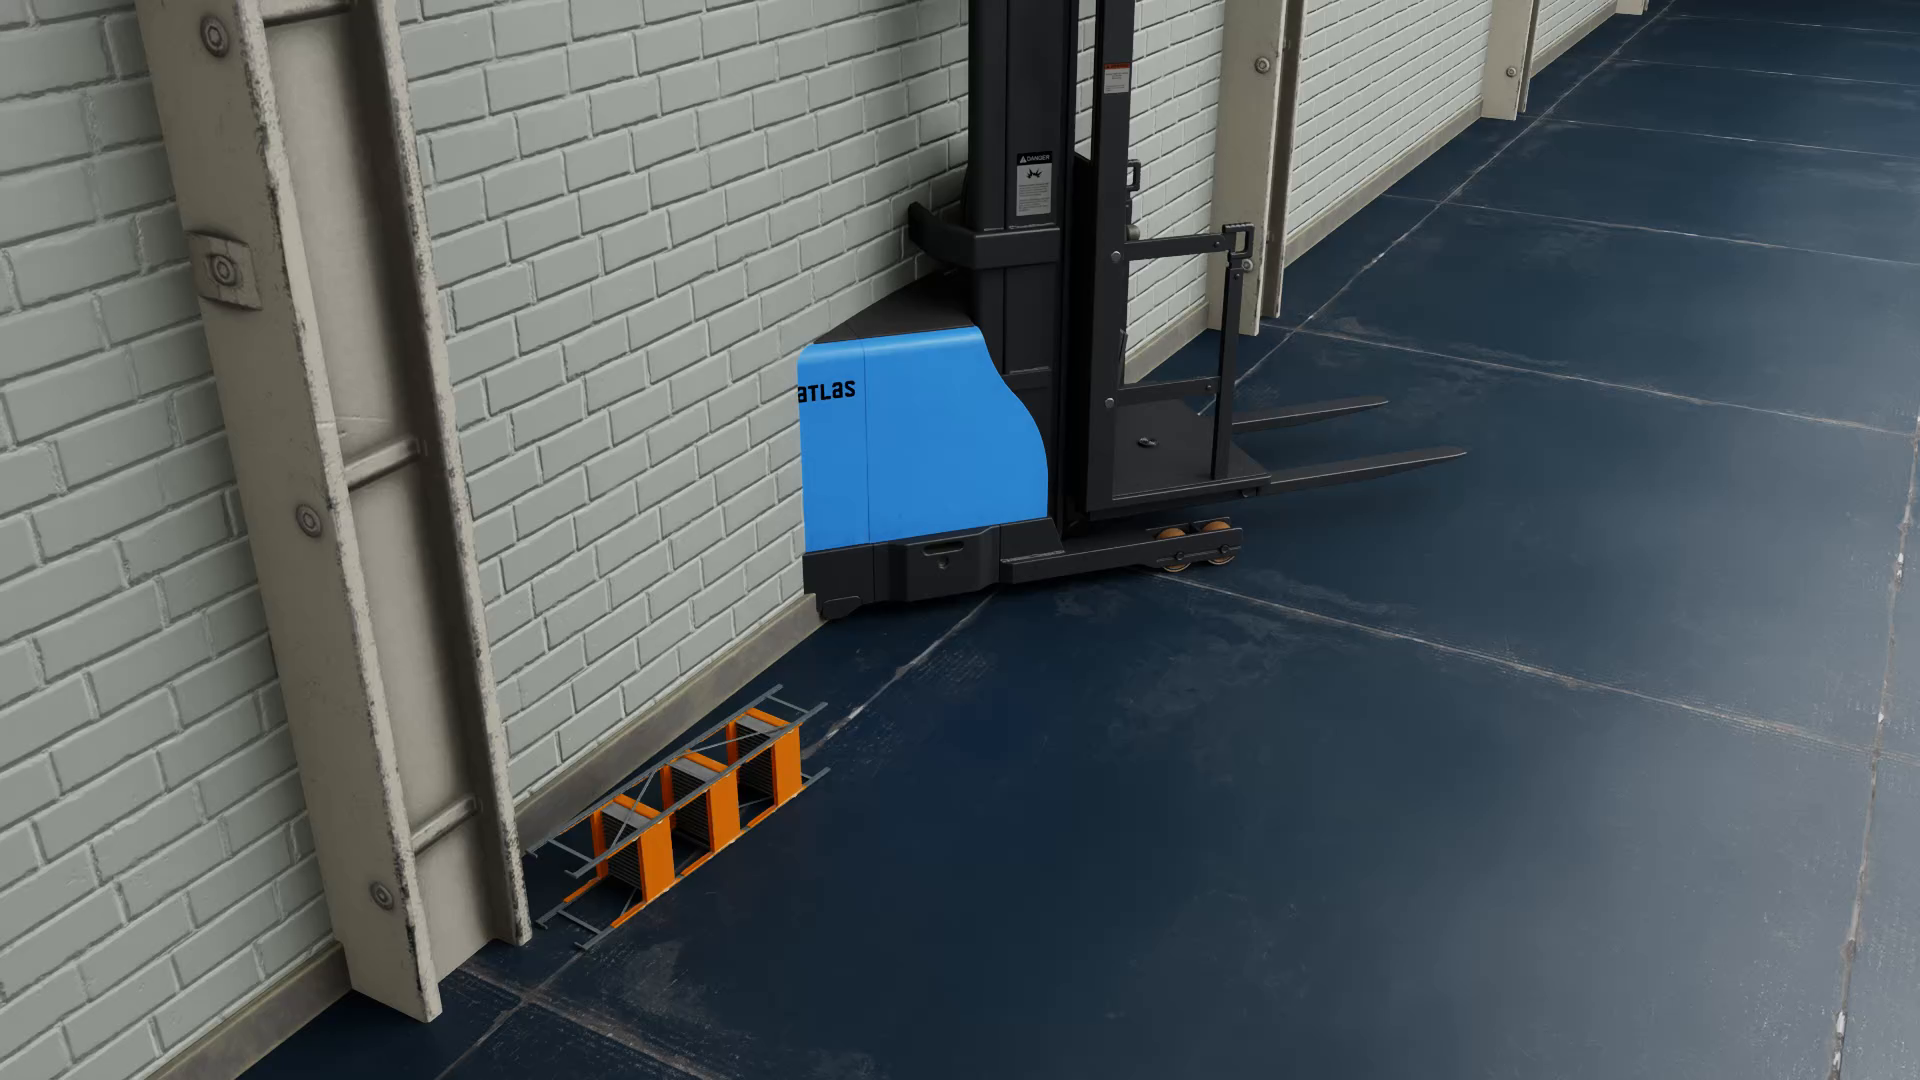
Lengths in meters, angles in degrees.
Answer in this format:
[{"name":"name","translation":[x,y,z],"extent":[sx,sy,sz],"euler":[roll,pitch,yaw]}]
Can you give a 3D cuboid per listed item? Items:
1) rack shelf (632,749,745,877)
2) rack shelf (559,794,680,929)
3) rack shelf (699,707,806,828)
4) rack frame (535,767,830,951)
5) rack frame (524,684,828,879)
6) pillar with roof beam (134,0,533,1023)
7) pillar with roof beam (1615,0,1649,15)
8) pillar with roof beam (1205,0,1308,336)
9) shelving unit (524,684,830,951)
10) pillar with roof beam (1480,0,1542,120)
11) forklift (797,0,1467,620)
[{"name":"rack shelf","translation":[-0.802,0.790,4.884],"extent":[0.215,0.240,0.259],"euler":[18,31,31]},{"name":"rack shelf","translation":[-0.962,0.891,4.681],"extent":[0.215,0.240,0.259],"euler":[18,31,31]},{"name":"rack shelf","translation":[-0.638,0.686,5.091],"extent":[0.215,0.240,0.259],"euler":[18,31,31]},{"name":"rack frame","translation":[-0.796,0.895,4.946],"extent":[0.200,0.008,1.050],"euler":[18,31,31]},{"name":"rack frame","translation":[-0.796,0.677,4.837],"extent":[0.200,0.008,1.050],"euler":[18,31,31]},{"name":"pillar with roof beam","translation":[2.345,-1.945,0.583],"extent":[9.100,9.000,0.400],"euler":[14,30,26]},{"name":"pillar with roof beam","translation":[11.200,-8.960,14.596],"extent":[9.100,9.000,0.400],"euler":[14,30,26]},{"name":"pillar with roof beam","translation":[5.296,-4.283,5.254],"extent":[9.100,9.000,0.400],"euler":[14,30,26]},{"name":"shelving unit","translation":[-0.796,0.786,4.892],"extent":[0.215,0.252,1.050],"euler":[18,31,31]},{"name":"pillar with roof beam","translation":[8.248,-6.622,9.925],"extent":[9.100,9.000,0.400],"euler":[14,30,26]},{"name":"forklift","translation":[0.591,-1.400,6.273],"extent":[3.031,2.935,1.130],"euler":[-9,28,-17]}]
